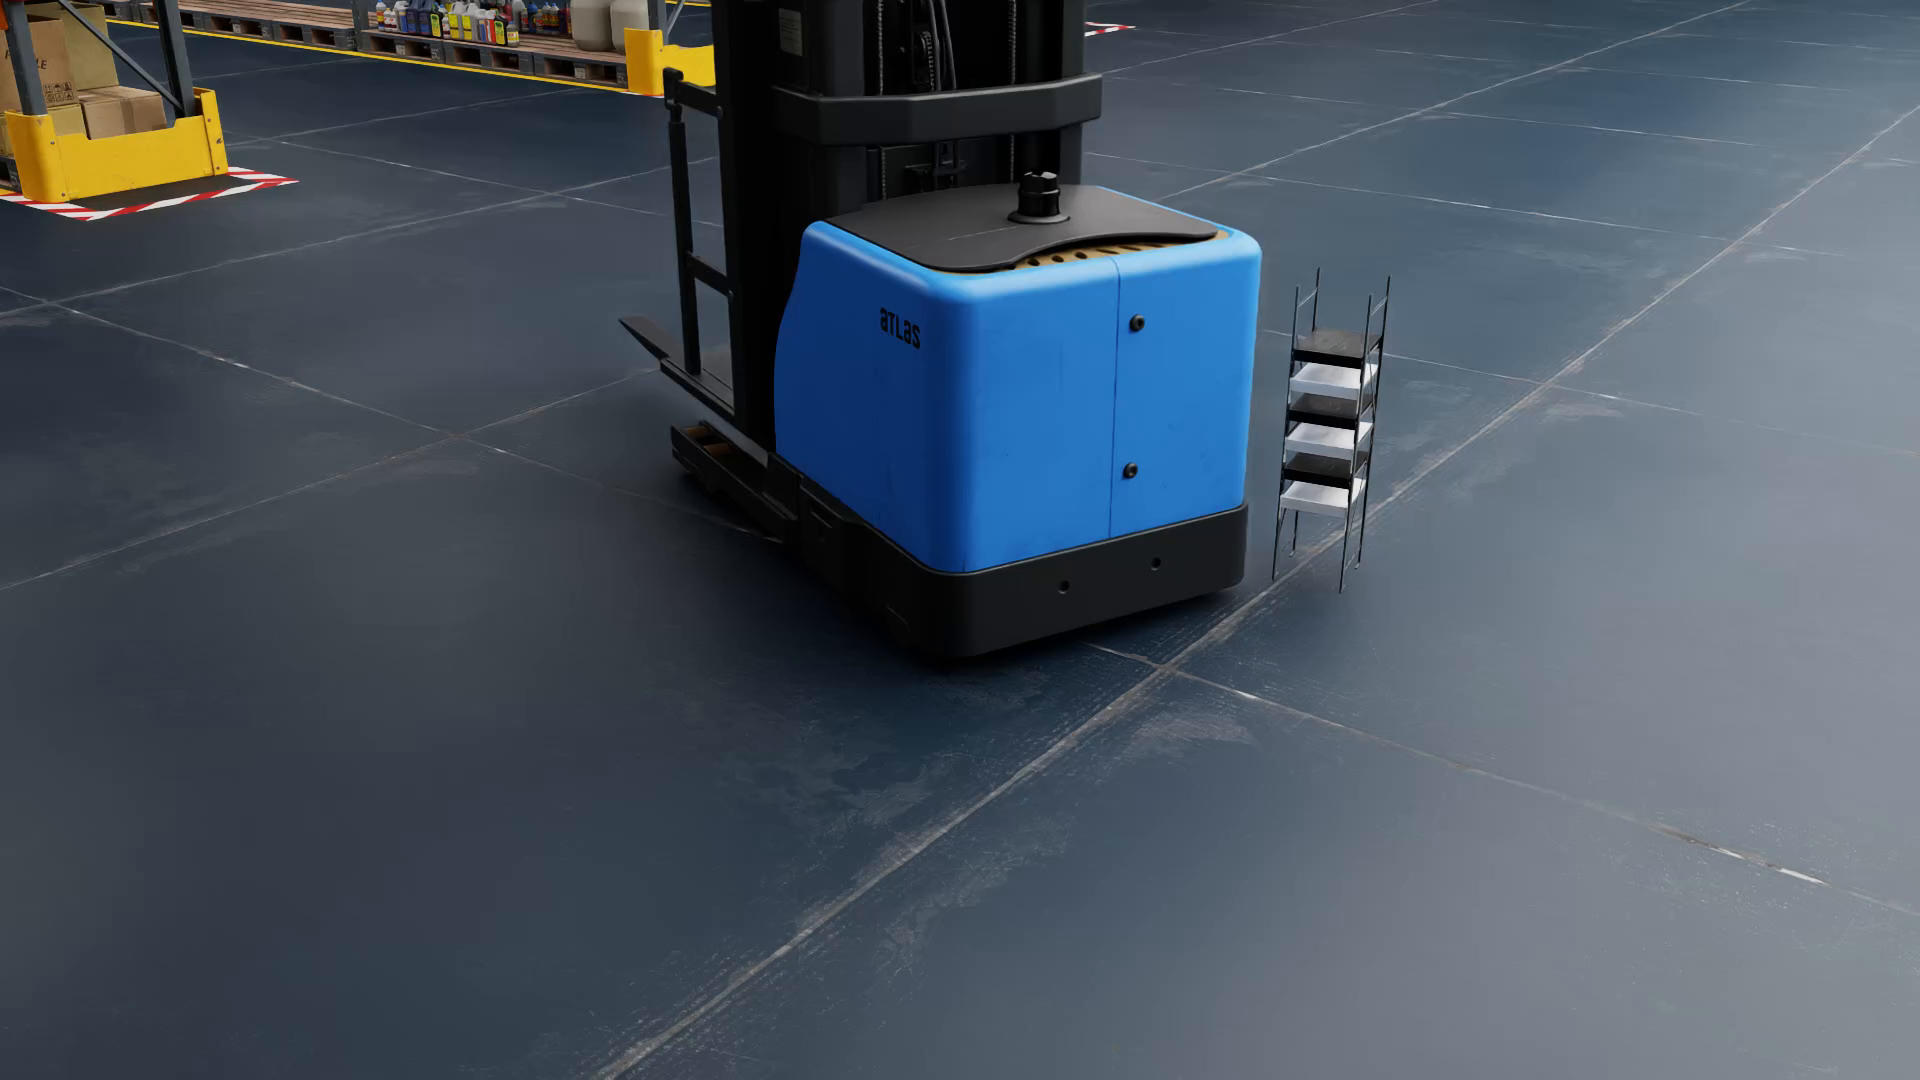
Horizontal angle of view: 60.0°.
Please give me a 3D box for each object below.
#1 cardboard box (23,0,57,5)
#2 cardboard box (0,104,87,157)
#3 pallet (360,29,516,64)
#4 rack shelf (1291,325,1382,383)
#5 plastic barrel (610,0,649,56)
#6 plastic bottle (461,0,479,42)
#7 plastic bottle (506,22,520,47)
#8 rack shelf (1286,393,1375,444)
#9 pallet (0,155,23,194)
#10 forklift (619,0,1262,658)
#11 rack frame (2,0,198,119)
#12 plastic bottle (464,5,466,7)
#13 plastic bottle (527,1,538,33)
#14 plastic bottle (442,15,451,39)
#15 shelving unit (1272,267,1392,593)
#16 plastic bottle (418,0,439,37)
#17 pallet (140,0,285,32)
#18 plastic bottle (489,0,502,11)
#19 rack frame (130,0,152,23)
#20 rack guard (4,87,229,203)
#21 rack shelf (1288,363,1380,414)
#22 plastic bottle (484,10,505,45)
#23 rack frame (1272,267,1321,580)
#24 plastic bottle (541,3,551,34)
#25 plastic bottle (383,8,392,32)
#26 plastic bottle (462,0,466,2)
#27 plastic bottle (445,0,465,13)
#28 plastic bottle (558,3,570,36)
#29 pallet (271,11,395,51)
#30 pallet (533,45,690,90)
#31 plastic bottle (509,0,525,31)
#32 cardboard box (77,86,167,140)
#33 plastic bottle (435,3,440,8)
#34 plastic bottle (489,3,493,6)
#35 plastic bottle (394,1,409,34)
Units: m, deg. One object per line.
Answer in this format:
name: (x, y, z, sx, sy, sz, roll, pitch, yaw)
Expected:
cardboard box: (-6.223, -3.280, 10.933, 0.500, 0.500, 0.500, 17, 29, 33)
cardboard box: (-5.724, -2.533, 10.167, 0.500, 0.250, 0.500, 17, 29, 33)
pallet: (-4.832, -4.677, 15.603, 1.213, 0.211, 1.003, 17, 29, 33)
rack shelf: (1.081, -0.534, 4.759, 0.200, 0.077, 0.258, 11, 26, 24)
plastic barrel: (-2.717, -4.350, 13.967, 0.421, 0.512, 0.421, 0, 24, 0)
plastic bottle: (-4.308, -4.596, 14.700, 0.185, 0.351, 0.144, 18, 30, 35)
plastic bottle: (-3.877, -4.385, 14.407, 0.097, 0.201, 0.097, 0, 24, 0)
rack shelf: (1.081, -0.369, 4.831, 0.200, 0.077, 0.258, 11, 26, 24)
pallet: (-5.755, -2.460, 10.571, 1.213, 0.211, 1.003, 17, 29, 33)
forklift: (-0.343, -1.585, 5.211, 1.130, 2.935, 3.031, -13, 27, -27)
rack frame: (-5.118, -3.564, 9.620, 0.127, 3.000, 1.000, 17, 29, 33)
plastic bottle: (-4.388, -4.660, 14.939, 0.135, 0.276, 0.152, 17, 29, 33)
plastic bottle: (-3.924, -4.809, 15.284, 0.097, 0.271, 0.097, 0, 24, 0)
plastic bottle: (-4.584, -4.599, 14.893, 0.097, 0.201, 0.097, 0, 24, 0)
shelving unit: (1.081, -0.317, 4.854, 0.210, 0.900, 0.258, 11, 26, 24)
plastic bottle: (-4.797, -4.743, 15.035, 0.185, 0.351, 0.144, 15, 28, 31)
pallet: (-7.949, -5.620, 17.744, 1.213, 0.211, 1.003, 17, 29, 33)
plastic bottle: (-4.286, -4.861, 15.385, 0.133, 0.283, 0.061, 17, 29, 33)
rack frame: (-8.546, -7.096, 17.635, 0.127, 3.000, 1.000, 17, 29, 33)
rack guard: (-5.099, -2.415, 10.110, 0.348, 0.500, 1.175, 17, 29, 33)
rack shelf: (1.081, -0.452, 4.795, 0.200, 0.077, 0.258, 11, 26, 24)
plastic bottle: (-4.062, -4.489, 14.550, 0.135, 0.276, 0.152, 17, 29, 34)
rack frame: (0.990, -0.336, 4.895, 0.006, 0.900, 0.240, 11, 26, 24)
plastic bottle: (-3.762, -4.760, 15.172, 0.097, 0.271, 0.097, 0, 24, 0)
plastic bottle: (-5.272, -4.807, 15.364, 0.097, 0.201, 0.097, 0, 24, 0)
plastic bottle: (-4.657, -5.055, 15.743, 0.185, 0.351, 0.144, 16, 28, 32)
plastic bottle: (-4.743, -5.009, 15.637, 0.185, 0.351, 0.144, 17, 29, 33)
plastic bottle: (-3.578, -4.720, 15.064, 0.133, 0.283, 0.061, 17, 29, 34)
pallet: (-5.997, -5.030, 16.405, 1.213, 0.211, 1.003, 17, 29, 33)
pallet: (-2.880, -4.087, 14.264, 1.213, 0.211, 1.003, 17, 29, 33)
plastic bottle: (-4.117, -4.856, 15.383, 0.135, 0.276, 0.152, 17, 29, 34)
cardboard box: (-5.414, -2.700, 10.546, 0.500, 0.250, 0.500, 17, 29, 33)
plastic bottle: (-4.759, -4.757, 15.163, 0.097, 0.271, 0.097, 0, 24, 0)
plastic bottle: (-4.348, -4.952, 15.592, 0.133, 0.283, 0.061, 19, 30, 37)
plastic bottle: (-5.078, -4.796, 15.247, 0.135, 0.276, 0.152, 18, 30, 35)
